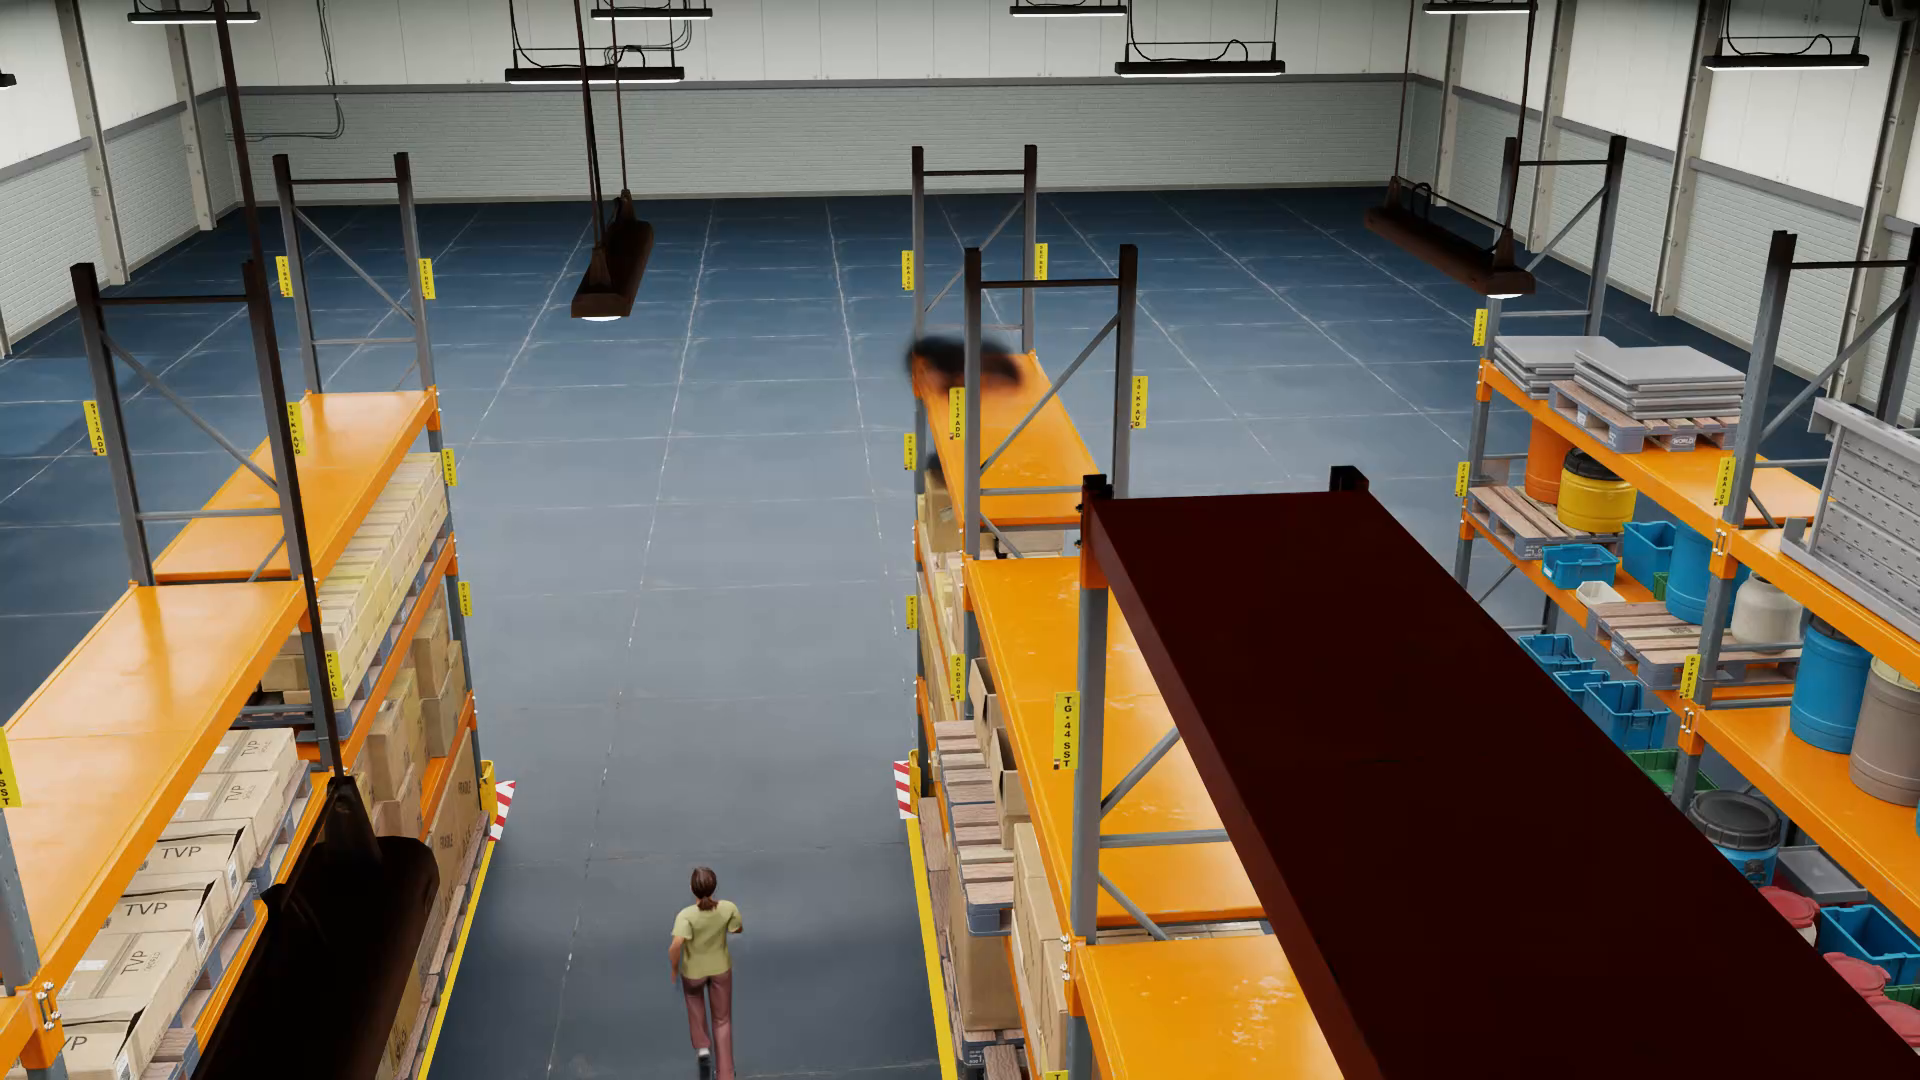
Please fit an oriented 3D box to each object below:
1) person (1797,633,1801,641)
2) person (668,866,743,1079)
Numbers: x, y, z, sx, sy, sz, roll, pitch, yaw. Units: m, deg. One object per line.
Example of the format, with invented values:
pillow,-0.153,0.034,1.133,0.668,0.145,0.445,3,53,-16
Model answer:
person,8.879,0.548,18.104,0.874,1.586,0.578,3,22,7
person,-1.766,3.058,11.657,0.552,1.714,0.801,-6,22,-15
